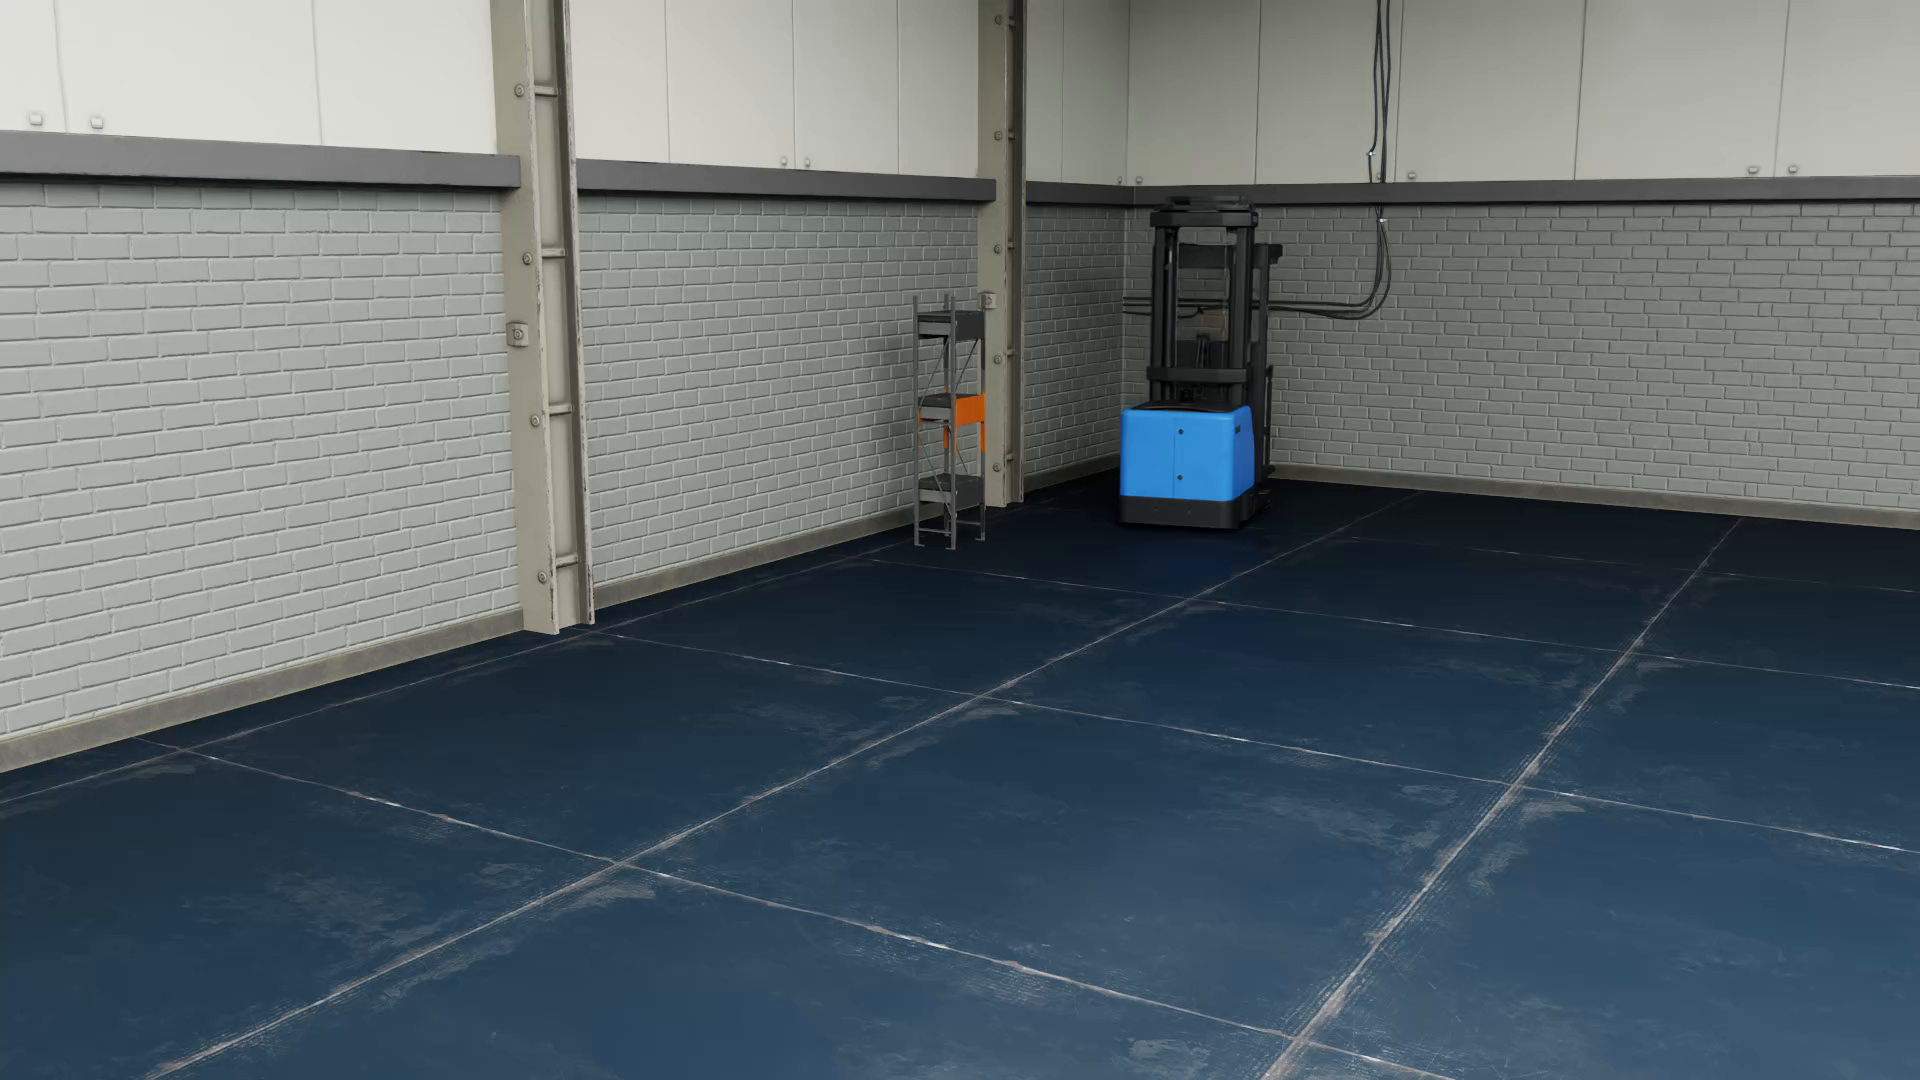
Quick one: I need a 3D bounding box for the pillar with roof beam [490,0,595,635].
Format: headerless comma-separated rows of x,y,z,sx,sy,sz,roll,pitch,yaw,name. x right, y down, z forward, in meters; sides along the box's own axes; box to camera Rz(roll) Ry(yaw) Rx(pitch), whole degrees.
0.959,-3.430,8.235,9.100,9.000,0.400,6,12,31,pillar with roof beam

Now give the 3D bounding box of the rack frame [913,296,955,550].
-0.213,-0.968,13.831,0.400,2.100,0.015,6,12,31,rack frame

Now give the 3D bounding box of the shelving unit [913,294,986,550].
-0.086,-1.006,14.036,0.431,2.100,0.503,6,12,31,shelving unit

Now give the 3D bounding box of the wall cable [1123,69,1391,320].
3.054,-3.596,17.558,3.097,2.526,0.112,6,12,31,wall cable

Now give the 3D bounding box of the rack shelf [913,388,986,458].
-0.086,-0.993,14.039,0.431,0.518,0.480,6,12,31,rack shelf

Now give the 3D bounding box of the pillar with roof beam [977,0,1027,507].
4.074,-4.374,13.276,9.100,9.000,0.400,6,12,31,pillar with roof beam

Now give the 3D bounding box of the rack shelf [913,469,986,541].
-0.086,-0.305,14.168,0.431,0.518,0.480,6,12,31,rack shelf

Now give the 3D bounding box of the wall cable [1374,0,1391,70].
5.367,-5.820,15.713,3.097,2.526,0.112,6,12,31,wall cable

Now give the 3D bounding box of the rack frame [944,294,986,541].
0.041,-1.044,14.241,0.400,2.100,0.015,6,12,31,rack frame

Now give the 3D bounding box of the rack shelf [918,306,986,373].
-0.086,-1.681,13.910,0.431,0.518,0.480,6,12,31,rack shelf

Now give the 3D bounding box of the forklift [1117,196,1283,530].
2.408,-1.757,15.787,1.130,2.935,3.031,4,11,20,forklift
